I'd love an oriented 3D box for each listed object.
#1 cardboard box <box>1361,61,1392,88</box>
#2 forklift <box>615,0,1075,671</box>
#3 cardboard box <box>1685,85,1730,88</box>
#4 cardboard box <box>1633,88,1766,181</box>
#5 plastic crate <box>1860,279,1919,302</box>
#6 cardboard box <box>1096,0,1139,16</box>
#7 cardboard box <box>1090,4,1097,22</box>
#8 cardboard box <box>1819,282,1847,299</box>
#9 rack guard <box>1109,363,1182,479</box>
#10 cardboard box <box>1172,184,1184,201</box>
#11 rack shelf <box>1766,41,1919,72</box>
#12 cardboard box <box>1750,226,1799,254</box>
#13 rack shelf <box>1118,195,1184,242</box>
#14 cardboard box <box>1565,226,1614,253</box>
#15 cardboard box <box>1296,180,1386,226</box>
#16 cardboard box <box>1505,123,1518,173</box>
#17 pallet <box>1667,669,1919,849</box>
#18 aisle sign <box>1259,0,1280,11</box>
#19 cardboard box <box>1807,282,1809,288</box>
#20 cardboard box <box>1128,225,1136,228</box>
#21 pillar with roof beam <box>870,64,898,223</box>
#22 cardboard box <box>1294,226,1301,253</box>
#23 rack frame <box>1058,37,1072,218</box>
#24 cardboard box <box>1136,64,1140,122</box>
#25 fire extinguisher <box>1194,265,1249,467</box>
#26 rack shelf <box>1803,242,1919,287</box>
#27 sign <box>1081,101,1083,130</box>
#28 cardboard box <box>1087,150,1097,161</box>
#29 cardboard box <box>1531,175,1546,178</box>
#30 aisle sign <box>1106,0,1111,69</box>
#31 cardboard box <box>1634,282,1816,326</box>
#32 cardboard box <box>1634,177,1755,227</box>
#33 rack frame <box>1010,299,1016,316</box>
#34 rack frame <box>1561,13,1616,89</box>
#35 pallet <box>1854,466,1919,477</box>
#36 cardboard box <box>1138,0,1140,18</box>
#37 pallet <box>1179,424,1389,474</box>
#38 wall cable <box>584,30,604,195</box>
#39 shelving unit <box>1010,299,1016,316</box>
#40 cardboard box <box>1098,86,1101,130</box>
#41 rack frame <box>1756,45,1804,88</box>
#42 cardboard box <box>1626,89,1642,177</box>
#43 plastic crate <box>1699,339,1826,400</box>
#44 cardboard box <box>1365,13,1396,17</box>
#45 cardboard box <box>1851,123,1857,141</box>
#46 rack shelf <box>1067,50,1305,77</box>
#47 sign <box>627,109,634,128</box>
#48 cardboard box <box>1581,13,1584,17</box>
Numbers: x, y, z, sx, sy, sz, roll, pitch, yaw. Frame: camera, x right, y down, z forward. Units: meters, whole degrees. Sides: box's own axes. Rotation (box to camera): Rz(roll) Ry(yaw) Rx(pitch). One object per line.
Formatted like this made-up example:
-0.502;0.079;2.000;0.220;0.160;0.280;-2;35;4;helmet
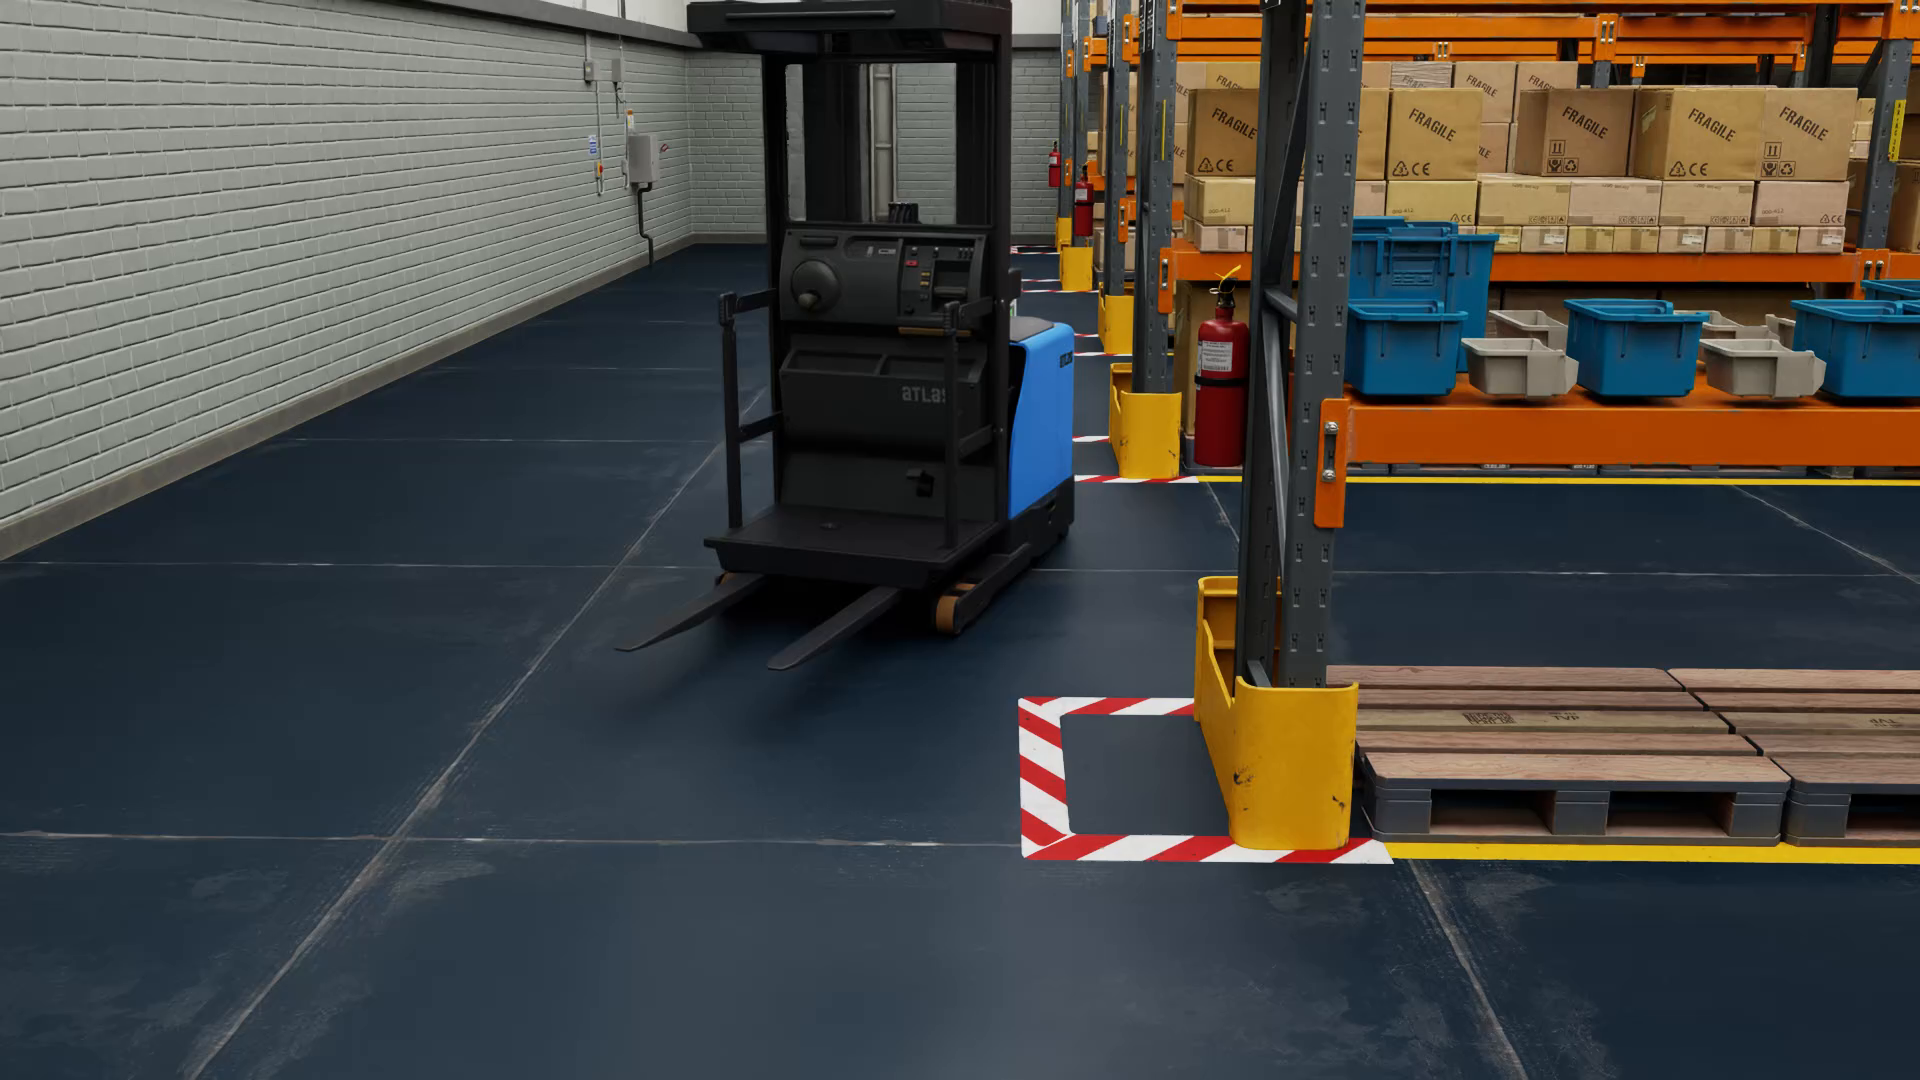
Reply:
3.349;-3.810;14.163;0.500;0.500;0.500;0;15;0;cardboard box
-0.408;-1.144;6.929;1.130;2.935;3.031;5;16;19;forklift
8.360;-4.899;18.873;0.500;0.500;0.500;1;15;2;cardboard box
4.178;-2.301;9.423;0.500;0.500;0.500;1;15;2;cardboard box
3.079;-0.691;5.291;0.300;0.233;0.416;0;15;1;plastic crate
1.851;-6.131;19.092;0.500;0.250;0.500;-1;15;-4;cardboard box
1.959;-7.444;23.525;0.500;0.250;0.500;0;15;1;cardboard box
5.785;-1.105;9.989;0.875;0.875;1.225;0;15;2;cardboard box
1.122;-0.746;10.187;0.348;0.500;1.175;0;15;1;rack guard
1.945;-3.020;14.400;0.250;0.149;0.380;1;15;3;cardboard box
11.396;-5.519;18.908;4.000;0.370;1.077;0;15;1;rack shelf
4.574;-1.727;9.497;0.250;0.149;0.380;1;15;3;cardboard box
3.373;-2.858;14.701;4.000;0.370;1.077;0;15;1;rack shelf
3.547;-1.733;9.523;0.250;0.149;0.380;0;15;1;cardboard box
2.139;-1.952;9.569;0.500;0.250;0.500;0;15;1;cardboard box
4.882;-3.316;14.248;0.500;0.500;0.500;0;15;2;cardboard box
3.059;0.681;5.345;1.213;0.211;1.003;0;15;1;pallet
0.955;-2.023;5.033;0.004;0.787;0.394;0;15;1;aisle sign
7.157;-2.111;14.540;0.500;0.500;0.500;1;15;2;cardboard box
2.555;-4.531;24.400;0.250;0.149;0.380;0;15;-1;cardboard box
-1.260;-7.798;20.256;0.400;9.000;9.100;0;15;1;pillar with roof beam
2.005;-1.743;9.561;0.250;0.149;0.380;0;15;0;cardboard box
1.522;-5.747;24.244;0.127;3.000;1.000;0;15;1;rack frame
1.837;-3.955;14.710;0.500;0.500;0.500;0;15;0;cardboard box
0.880;-0.590;5.580;0.183;0.674;0.296;0;15;1;fire extinguisher
7.144;-1.567;9.811;4.000;0.370;1.077;0;15;1;rack shelf
1.379;-4.797;18.789;0.005;0.325;0.100;0;15;1;sign
1.844;-5.554;24.003;0.250;0.149;0.380;0;15;1;cardboard box
3.667;-2.076;10.039;0.500;0.250;0.500;1;15;3;cardboard box
1.308;-4.552;14.619;0.004;0.787;0.394;0;15;1;aisle sign
4.487;-1.129;10.080;0.875;0.875;0.875;0;15;1;cardboard box
4.179;-1.938;9.517;0.500;0.250;0.500;1;15;3;cardboard box
0.243;-0.697;8.630;0.015;1.200;0.240;5;16;19;rack frame
5.372;-3.192;14.560;0.127;3.000;1.000;0;15;1;rack frame
5.918;-0.594;10.178;1.213;0.211;1.003;0;15;1;pallet
1.835;-4.661;14.540;0.500;0.250;0.500;0;15;0;cardboard box
1.947;-0.621;10.279;1.213;0.211;1.003;0;15;1;pallet
-4.238;-5.019;19.429;0.123;1.953;0.585;0;15;1;wall cable
0.013;-0.718;8.709;0.503;1.200;0.258;5;16;19;shelving unit
1.887;-5.071;19.524;0.500;0.500;0.500;1;15;3;cardboard box
9.396;-4.429;19.249;0.127;3.000;1.000;0;15;1;rack frame
4.180;-2.436;9.933;0.500;0.500;0.500;0;15;1;cardboard box
2.255;-0.479;4.677;0.298;0.136;0.250;0;15;1;plastic crate
3.373;-4.518;13.997;0.500;0.250;0.500;0;15;1;cardboard box
7.317;-3.433;13.974;0.250;0.149;0.380;1;15;3;cardboard box
3.521;-6.837;23.904;4.000;0.370;1.077;0;15;1;rack shelf
-4.247;-5.434;21.436;0.001;0.242;0.339;0;15;1;sign
7.292;-6.022;19.039;0.250;0.166;0.380;2;15;6;cardboard box
